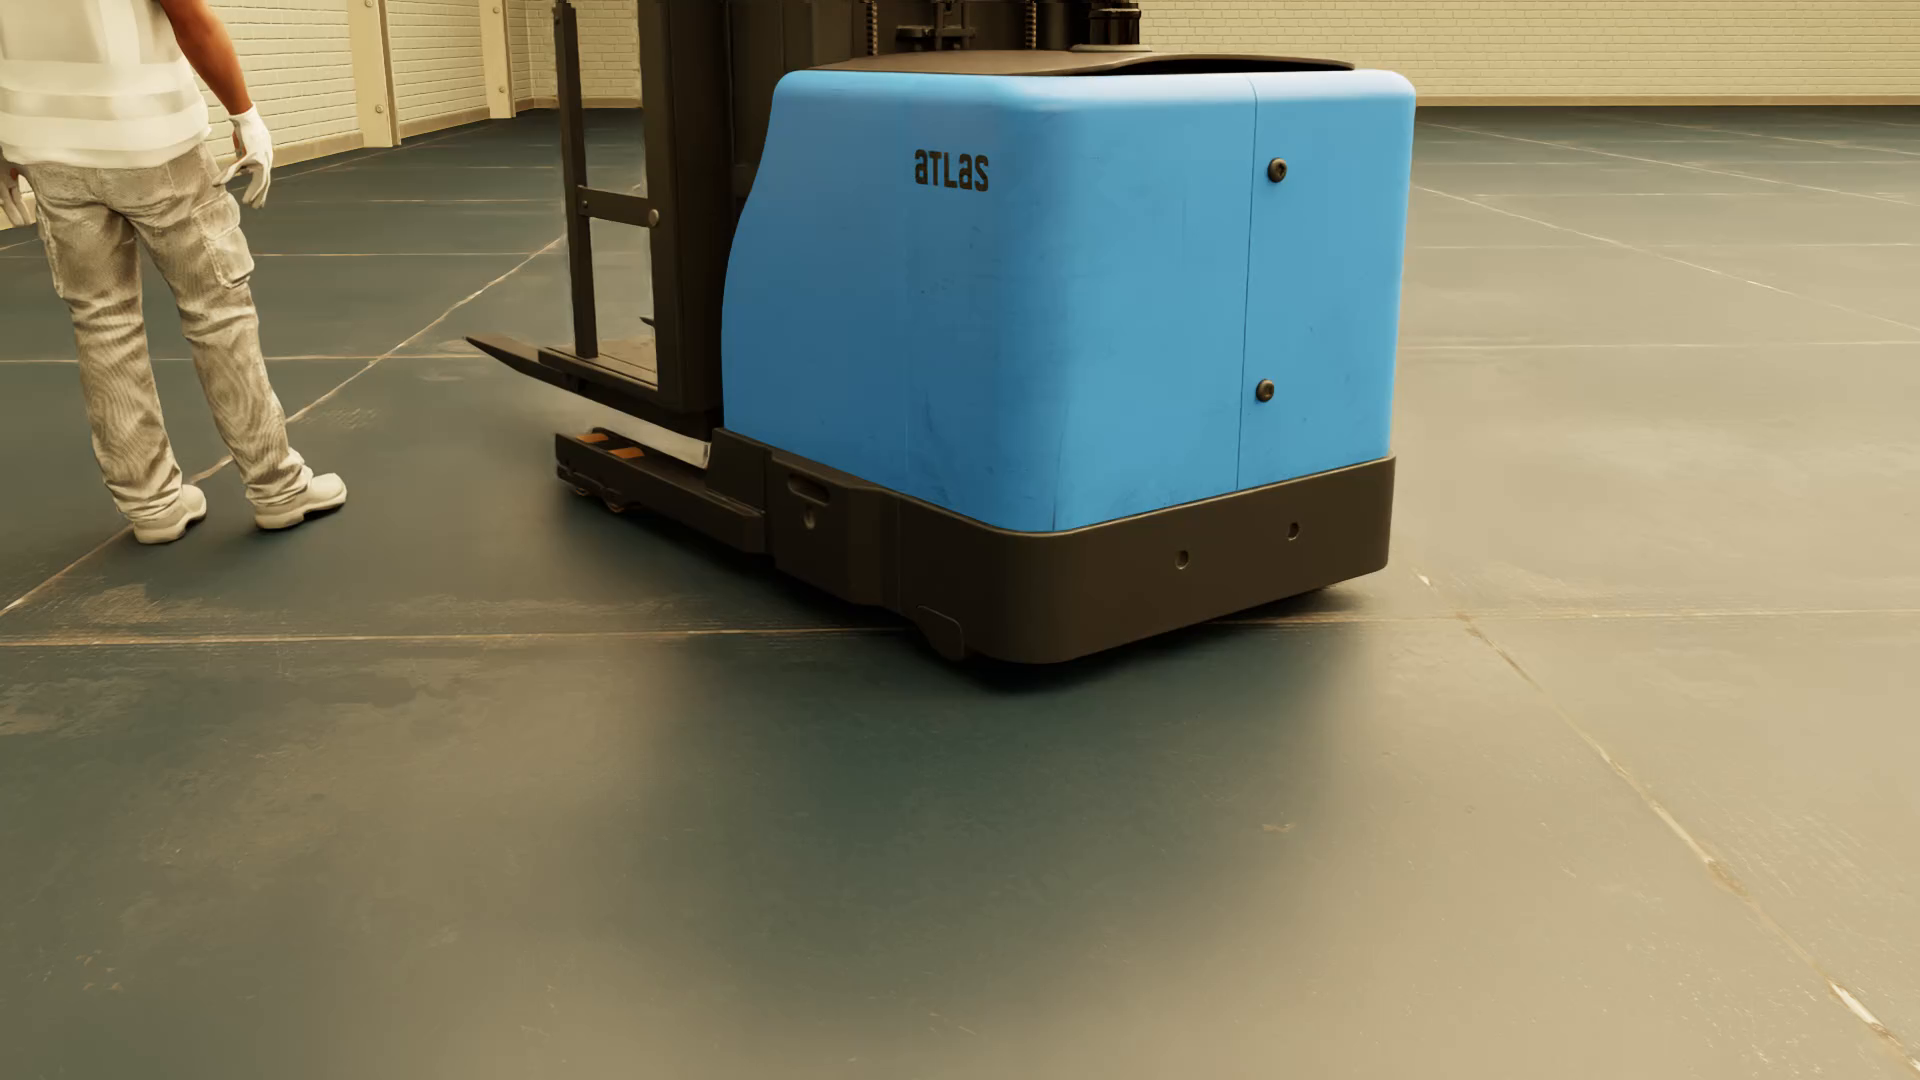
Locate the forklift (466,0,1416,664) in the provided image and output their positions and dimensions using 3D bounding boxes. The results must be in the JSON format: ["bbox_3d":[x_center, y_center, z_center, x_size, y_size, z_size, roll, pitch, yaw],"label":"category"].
[{"bbox_3d":[-0.386,-1.544,3.956,1.130,2.935,3.031,-13,21,-35],"label":"forklift"}]

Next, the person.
[{"bbox_3d":[-1.862,-0.882,3.735,0.658,1.785,0.569,0,17,1],"label":"person"}]
